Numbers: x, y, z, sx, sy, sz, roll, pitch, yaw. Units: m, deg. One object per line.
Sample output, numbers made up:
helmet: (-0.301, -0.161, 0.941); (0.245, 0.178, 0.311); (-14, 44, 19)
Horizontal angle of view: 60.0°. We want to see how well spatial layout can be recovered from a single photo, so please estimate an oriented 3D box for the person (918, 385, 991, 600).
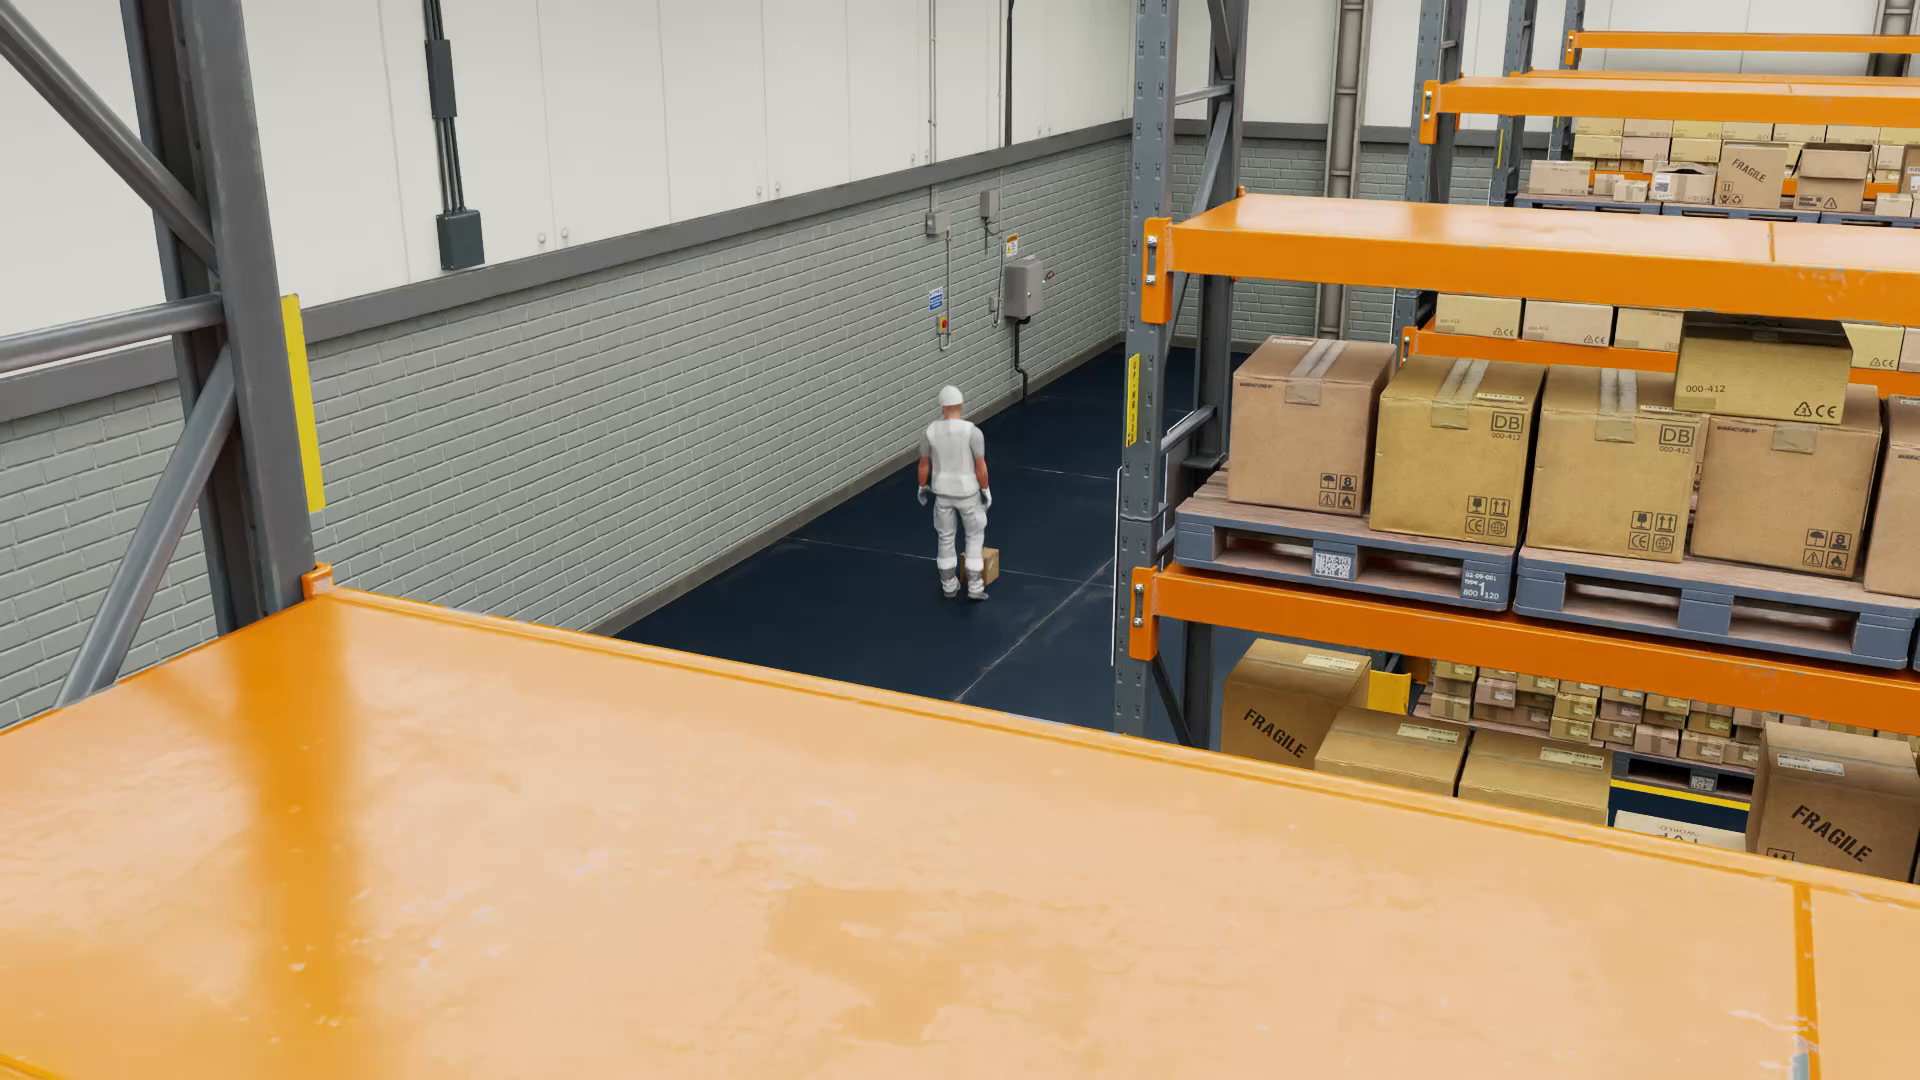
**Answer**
person: (-0.045, -0.364, 13.633); (0.630, 1.849, 0.401); (6, 20, 16)
